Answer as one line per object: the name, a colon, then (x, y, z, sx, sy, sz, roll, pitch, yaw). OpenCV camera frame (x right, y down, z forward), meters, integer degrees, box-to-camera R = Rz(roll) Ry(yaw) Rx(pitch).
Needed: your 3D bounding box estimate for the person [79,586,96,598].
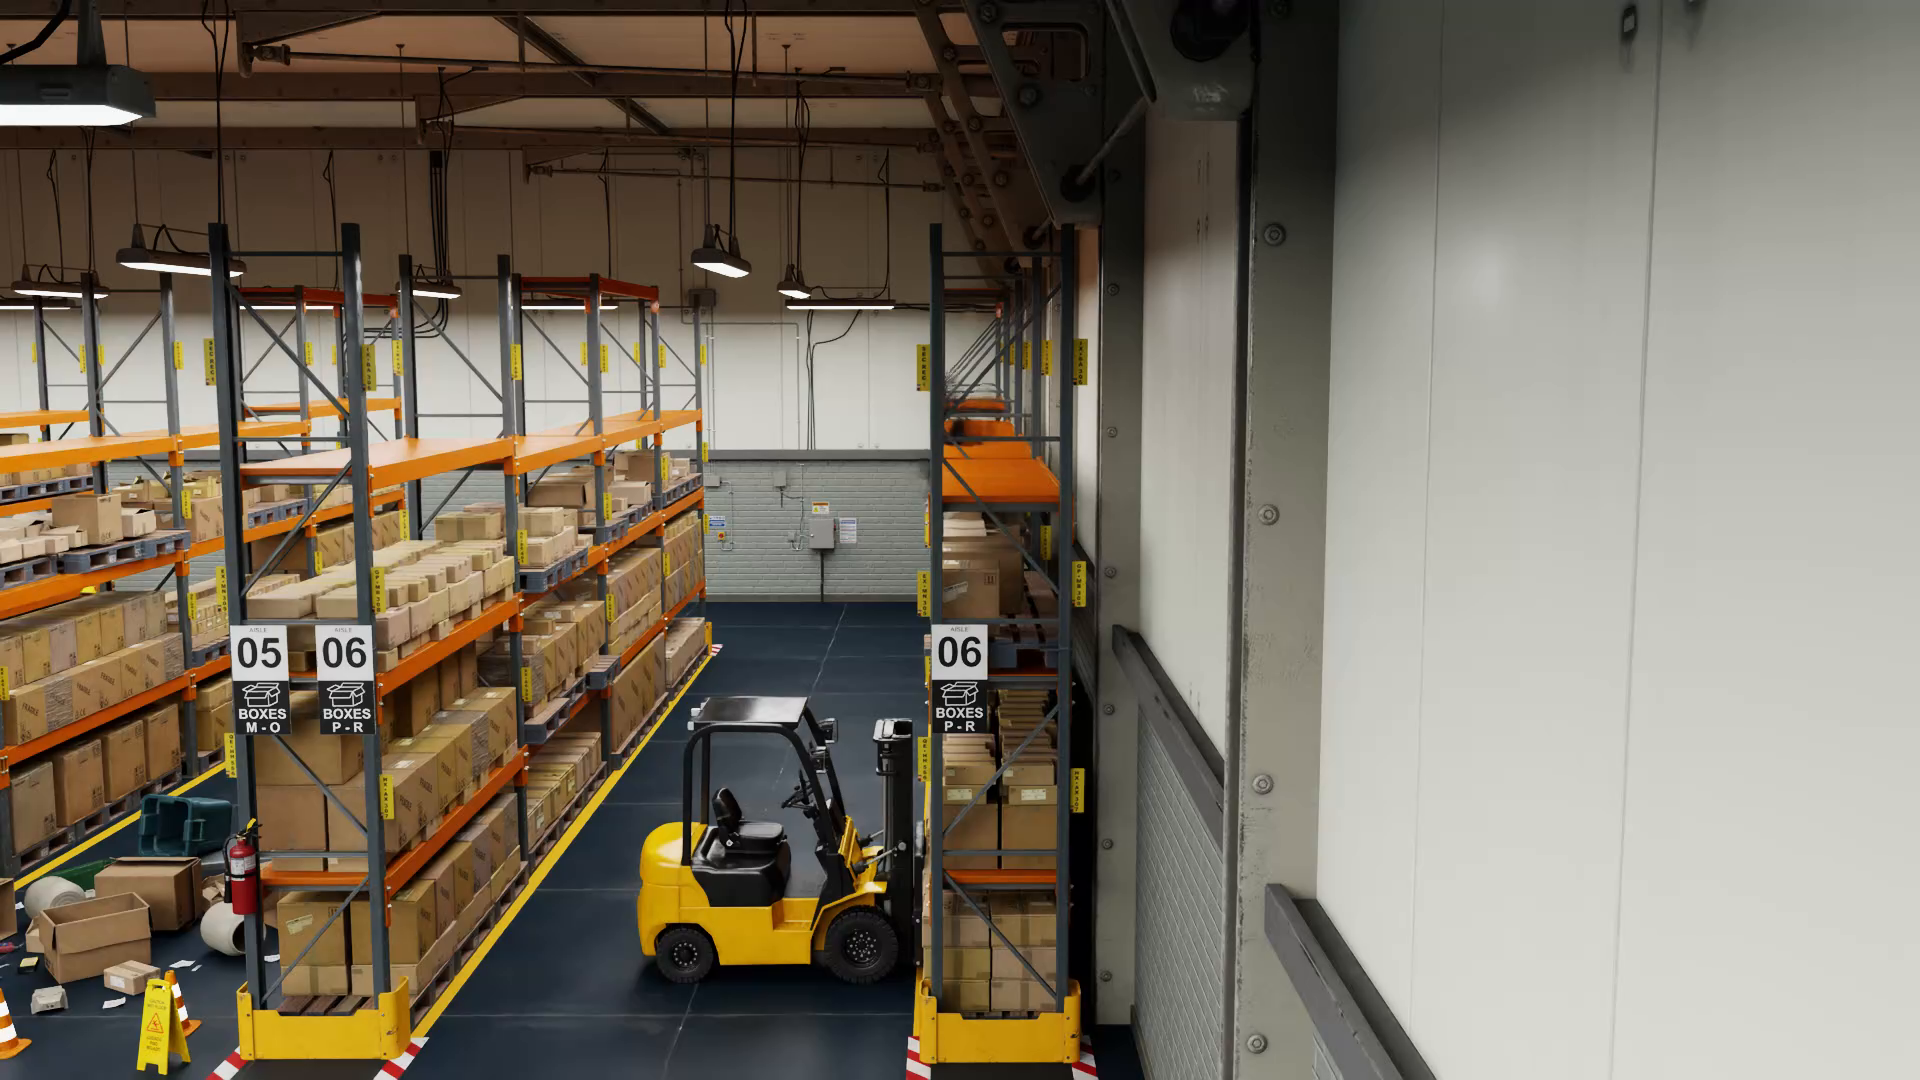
person: (-12.518, 1.515, 23.935, 0.674, 1.721, 0.524, 0, 7, -2)
